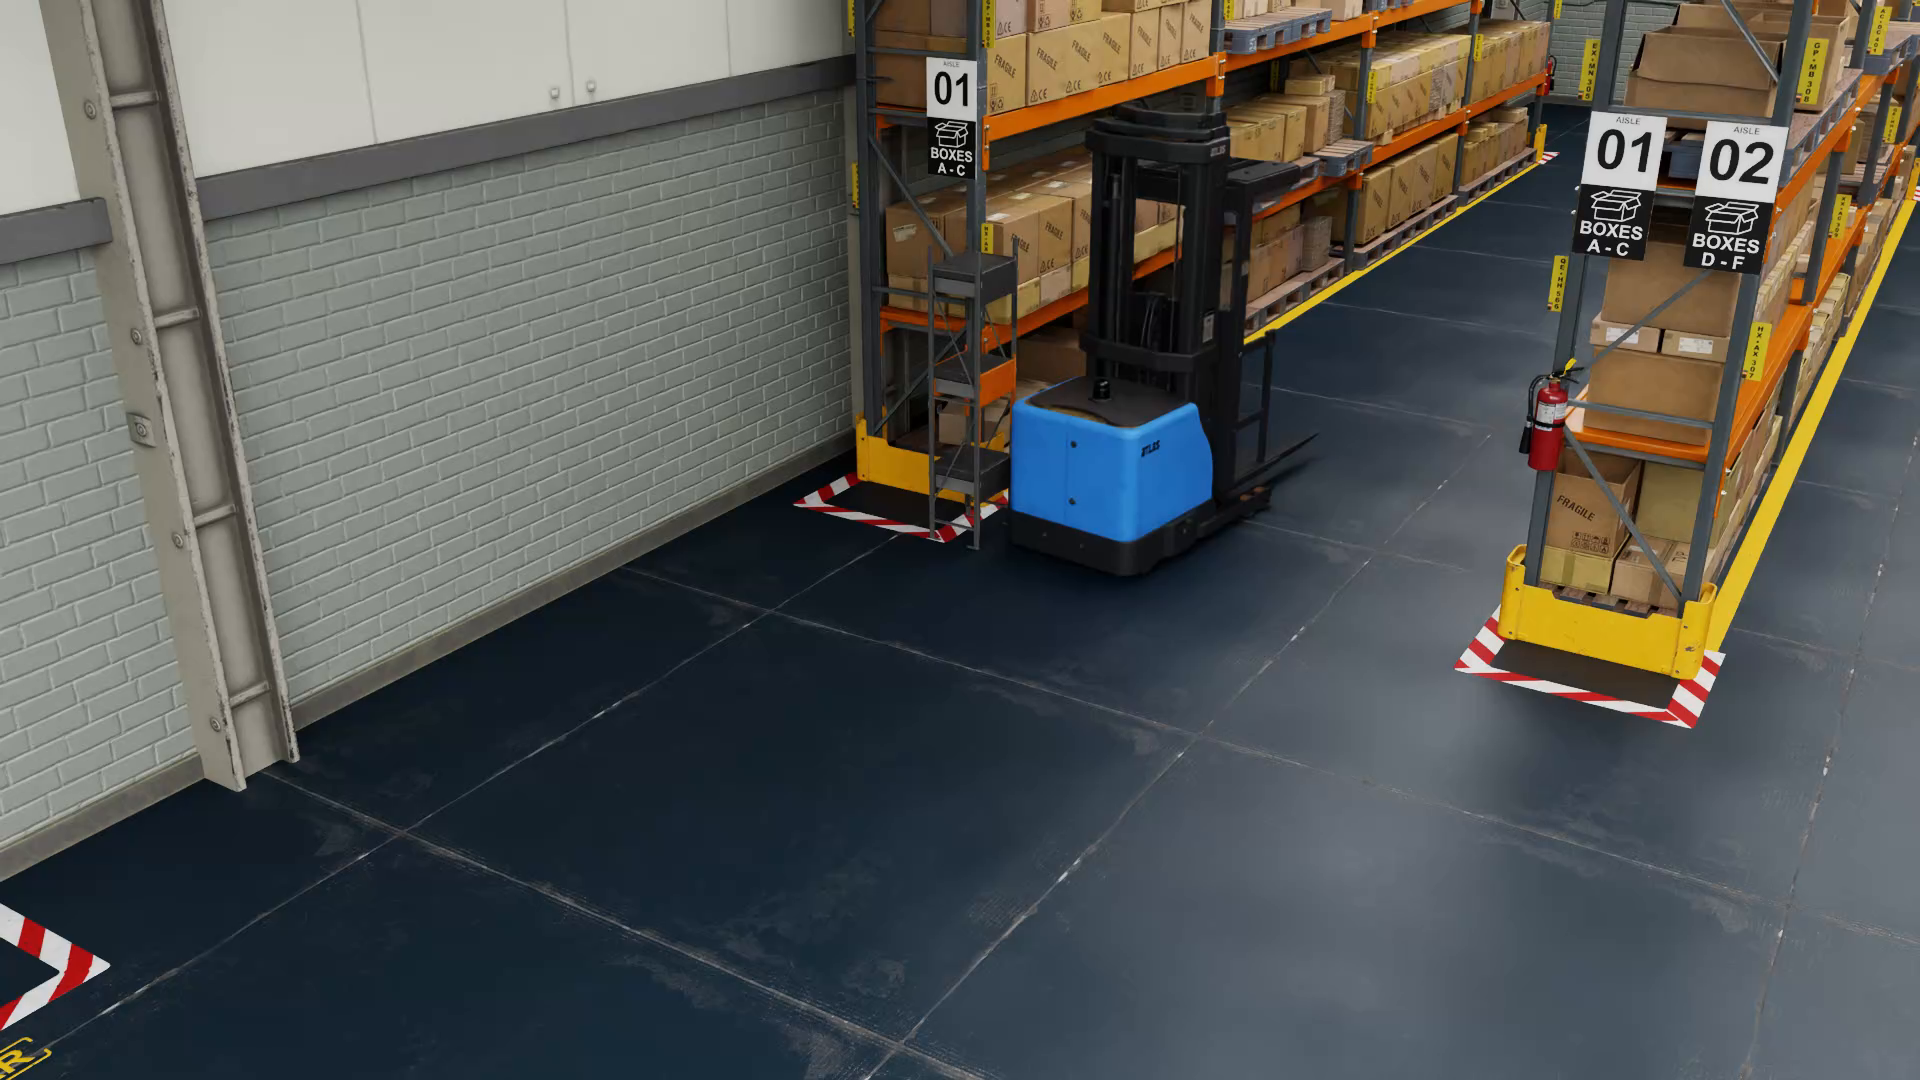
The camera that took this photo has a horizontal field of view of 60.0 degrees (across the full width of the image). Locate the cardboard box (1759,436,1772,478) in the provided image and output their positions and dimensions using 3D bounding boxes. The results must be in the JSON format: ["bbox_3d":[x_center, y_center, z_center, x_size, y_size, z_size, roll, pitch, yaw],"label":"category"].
[{"bbox_3d":[5.715,-0.639,12.383,0.500,0.250,0.500,14,27,29],"label":"cardboard box"}]

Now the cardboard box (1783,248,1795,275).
[{"bbox_3d":[5.546,-1.941,11.516,0.380,0.149,0.250,14,27,29],"label":"cardboard box"}]

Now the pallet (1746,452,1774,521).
[{"bbox_3d":[5.591,-0.538,12.727,1.003,0.211,1.213,14,27,29],"label":"pallet"}]

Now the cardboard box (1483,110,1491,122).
[{"bbox_3d":[7.378,-6.079,23.818,0.380,0.149,0.250,14,27,29],"label":"cardboard box"}]

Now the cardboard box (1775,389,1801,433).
[{"bbox_3d":[6.469,-1.092,13.430,0.500,0.250,0.500,13,27,28],"label":"cardboard box"}]

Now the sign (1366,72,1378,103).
[{"bbox_3d":[4.411,-4.849,17.817,0.100,0.325,0.005,14,27,29],"label":"sign"}]

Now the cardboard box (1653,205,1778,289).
[{"bbox_3d":[4.759,-1.890,10.582,0.700,0.500,0.500,14,27,29],"label":"cardboard box"}]

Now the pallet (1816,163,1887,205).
[{"bbox_3d":[8.454,-3.583,16.492,1.213,0.211,1.003,14,27,29],"label":"pallet"}]

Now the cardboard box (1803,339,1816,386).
[{"bbox_3d":[6.744,-1.521,13.713,0.500,0.311,0.500,14,27,28],"label":"cardboard box"}]

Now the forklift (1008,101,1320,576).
[{"bbox_3d":[1.647,-1.622,11.806,1.130,2.935,3.031,18,29,35],"label":"forklift"}]

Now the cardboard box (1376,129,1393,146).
[{"bbox_3d":[4.668,-4.576,18.835,0.380,0.149,0.250,15,27,31],"label":"cardboard box"}]

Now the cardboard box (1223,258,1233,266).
[{"bbox_3d":[2.439,-2.606,16.586,0.700,0.500,0.500,13,27,28],"label":"cardboard box"}]

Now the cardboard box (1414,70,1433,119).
[{"bbox_3d":[5.234,-5.285,19.658,0.500,0.500,0.500,15,27,30],"label":"cardboard box"}]

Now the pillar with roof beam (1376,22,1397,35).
[{"bbox_3d":[9.347,-8.083,19.094,9.100,9.000,0.400,14,27,29],"label":"pillar with roof beam"}]

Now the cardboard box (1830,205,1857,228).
[{"bbox_3d":[7.916,-2.951,15.106,0.380,0.149,0.250,14,27,29],"label":"cardboard box"}]

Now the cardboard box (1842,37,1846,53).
[{"bbox_3d":[6.379,-3.784,12.599,0.500,0.250,0.500,17,29,34],"label":"cardboard box"}]

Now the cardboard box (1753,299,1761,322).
[{"bbox_3d":[4.730,-1.416,10.304,0.380,0.149,0.250,13,27,28],"label":"cardboard box"}]

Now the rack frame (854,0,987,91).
[{"bbox_3d":[-0.275,-4.517,10.857,1.000,3.000,0.127,14,27,29],"label":"rack frame"}]

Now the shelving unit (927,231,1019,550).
[{"bbox_3d":[0.088,-1.019,11.462,0.431,2.100,0.503,14,27,29],"label":"shelving unit"}]

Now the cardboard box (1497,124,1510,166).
[{"bbox_3d":[7.352,-5.614,23.560,0.700,0.500,0.500,13,27,27],"label":"cardboard box"}]

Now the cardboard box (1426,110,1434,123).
[{"bbox_3d":[5.555,-5.196,20.269,0.380,0.149,0.250,14,27,29],"label":"cardboard box"}]

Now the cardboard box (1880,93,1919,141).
[{"bbox_3d":[10.766,-4.938,19.255,0.500,0.500,0.500,15,27,30],"label":"cardboard box"}]

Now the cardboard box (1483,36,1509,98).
[{"bbox_3d":[6.745,-6.377,22.327,0.980,0.700,0.700,13,27,28],"label":"cardboard box"}]

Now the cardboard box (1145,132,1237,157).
[{"bbox_3d":[2.133,-3.526,15.441,0.700,0.500,0.500,14,27,29],"label":"cardboard box"}]

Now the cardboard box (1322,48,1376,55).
[{"bbox_3d":[4.514,-5.554,19.334,0.500,0.250,0.500,13,27,28],"label":"cardboard box"}]

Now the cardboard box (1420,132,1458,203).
[{"bbox_3d":[5.823,-4.774,21.179,0.750,0.750,0.750,14,27,30],"label":"cardboard box"}]

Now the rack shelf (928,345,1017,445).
[{"bbox_3d":[0.088,-1.007,11.467,0.431,0.518,0.480,14,27,29],"label":"rack shelf"}]

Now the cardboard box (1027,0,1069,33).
[{"bbox_3d":[0.442,-3.892,11.780,0.500,0.500,0.500,14,27,28],"label":"cardboard box"}]

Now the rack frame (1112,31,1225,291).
[{"bbox_3d":[1.835,-3.114,15.168,1.000,3.000,0.127,14,27,29],"label":"rack frame"}]

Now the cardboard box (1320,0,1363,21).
[{"bbox_3d":[3.795,-5.509,17.012,0.500,0.311,0.500,14,27,29],"label":"cardboard box"}]

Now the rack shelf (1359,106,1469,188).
[{"bbox_3d":[5.000,-4.809,19.988,1.077,0.370,4.000,14,27,29],"label":"rack shelf"}]

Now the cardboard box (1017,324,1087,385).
[{"bbox_3d":[0.897,-1.463,13.946,0.700,0.500,0.500,12,26,26],"label":"cardboard box"}]

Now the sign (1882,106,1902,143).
[{"bbox_3d":[8.629,-3.843,15.395,0.100,0.325,0.005,14,27,29],"label":"sign"}]

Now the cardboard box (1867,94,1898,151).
[{"bbox_3d":[9.386,-4.407,17.499,0.700,0.500,0.500,7,24,16],"label":"cardboard box"}]

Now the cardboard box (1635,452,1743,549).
[{"bbox_3d":[4.670,-0.306,10.669,0.500,0.500,0.500,14,27,29],"label":"cardboard box"}]

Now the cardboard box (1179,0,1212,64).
[{"bbox_3d":[1.778,-4.323,14.033,0.500,0.500,0.500,15,27,30],"label":"cardboard box"}]

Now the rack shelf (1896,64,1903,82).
[{"bbox_3d":[9.211,-5.149,16.998,1.077,0.370,4.000,14,27,29],"label":"rack shelf"}]

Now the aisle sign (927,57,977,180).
[{"bbox_3d":[-0.058,-2.870,11.331,0.394,0.787,0.004,14,27,29],"label":"aisle sign"}]

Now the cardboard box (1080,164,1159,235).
[{"bbox_3d":[1.315,-2.837,13.747,0.500,0.500,0.500,13,27,27],"label":"cardboard box"}]

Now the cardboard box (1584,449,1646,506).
[{"bbox_3d":[4.481,-0.586,11.317,0.500,0.500,0.500,14,27,29],"label":"cardboard box"}]

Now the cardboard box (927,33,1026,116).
[{"bbox_3d":[0.114,-3.256,11.569,0.500,0.500,0.500,15,27,30],"label":"cardboard box"}]

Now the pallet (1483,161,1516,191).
[{"bbox_3d":[7.165,-5.188,23.469,1.003,0.211,1.213,14,27,29],"label":"pallet"}]

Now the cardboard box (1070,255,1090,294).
[{"bbox_3d":[0.788,-2.151,13.108,0.500,0.250,0.500,13,27,28],"label":"cardboard box"}]

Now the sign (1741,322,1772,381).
[{"bbox_3d":[4.404,-1.042,9.193,0.100,0.325,0.005,14,27,29],"label":"sign"}]

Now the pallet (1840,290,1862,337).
[{"bbox_3d":[8.582,-2.392,17.009,1.003,0.211,1.213,14,27,29],"label":"pallet"}]

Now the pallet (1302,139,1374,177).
[{"bbox_3d":[3.660,-4.113,17.717,1.213,0.211,1.003,14,27,29],"label":"pallet"}]

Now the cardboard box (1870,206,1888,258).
[{"bbox_3d":[9.981,-3.440,18.514,0.500,0.500,0.500,14,27,29],"label":"cardboard box"}]

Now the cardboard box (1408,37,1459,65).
[{"bbox_3d":[5.748,-5.968,20.291,0.500,0.250,0.500,15,27,30],"label":"cardboard box"}]

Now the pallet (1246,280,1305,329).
[{"bbox_3d":[2.887,-2.511,17.284,1.003,0.211,1.213,14,27,29],"label":"pallet"}]

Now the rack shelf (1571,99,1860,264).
[{"bbox_3d":[4.991,-2.449,10.760,1.077,0.370,4.000,14,27,29],"label":"rack shelf"}]

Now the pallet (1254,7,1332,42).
[{"bbox_3d":[2.796,-4.941,15.849,1.213,0.211,1.003,14,27,29],"label":"pallet"}]

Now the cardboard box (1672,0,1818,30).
[{"bbox_3d":[5.070,-3.229,10.822,0.797,0.503,0.637,17,29,35],"label":"cardboard box"}]

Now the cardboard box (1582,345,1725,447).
[{"bbox_3d":[4.193,-0.928,9.992,0.700,0.500,0.500,14,27,29],"label":"cardboard box"}]

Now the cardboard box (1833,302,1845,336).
[{"bbox_3d":[8.085,-2.129,15.826,0.500,0.250,0.500,15,27,30],"label":"cardboard box"}]

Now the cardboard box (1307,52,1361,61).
[{"bbox_3d":[4.240,-5.381,18.936,0.500,0.250,0.500,13,27,27],"label":"cardboard box"}]

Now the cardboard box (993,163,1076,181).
[{"bbox_3d":[0.602,-2.765,13.582,0.500,0.500,0.500,14,27,30],"label":"cardboard box"}]

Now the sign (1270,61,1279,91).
[{"bbox_3d":[3.472,-5.111,18.322,0.100,0.325,0.005,14,27,29],"label":"sign"}]

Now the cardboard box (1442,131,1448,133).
[{"bbox_3d":[6.292,-5.381,22.206,0.380,0.149,0.250,14,27,29],"label":"cardboard box"}]
